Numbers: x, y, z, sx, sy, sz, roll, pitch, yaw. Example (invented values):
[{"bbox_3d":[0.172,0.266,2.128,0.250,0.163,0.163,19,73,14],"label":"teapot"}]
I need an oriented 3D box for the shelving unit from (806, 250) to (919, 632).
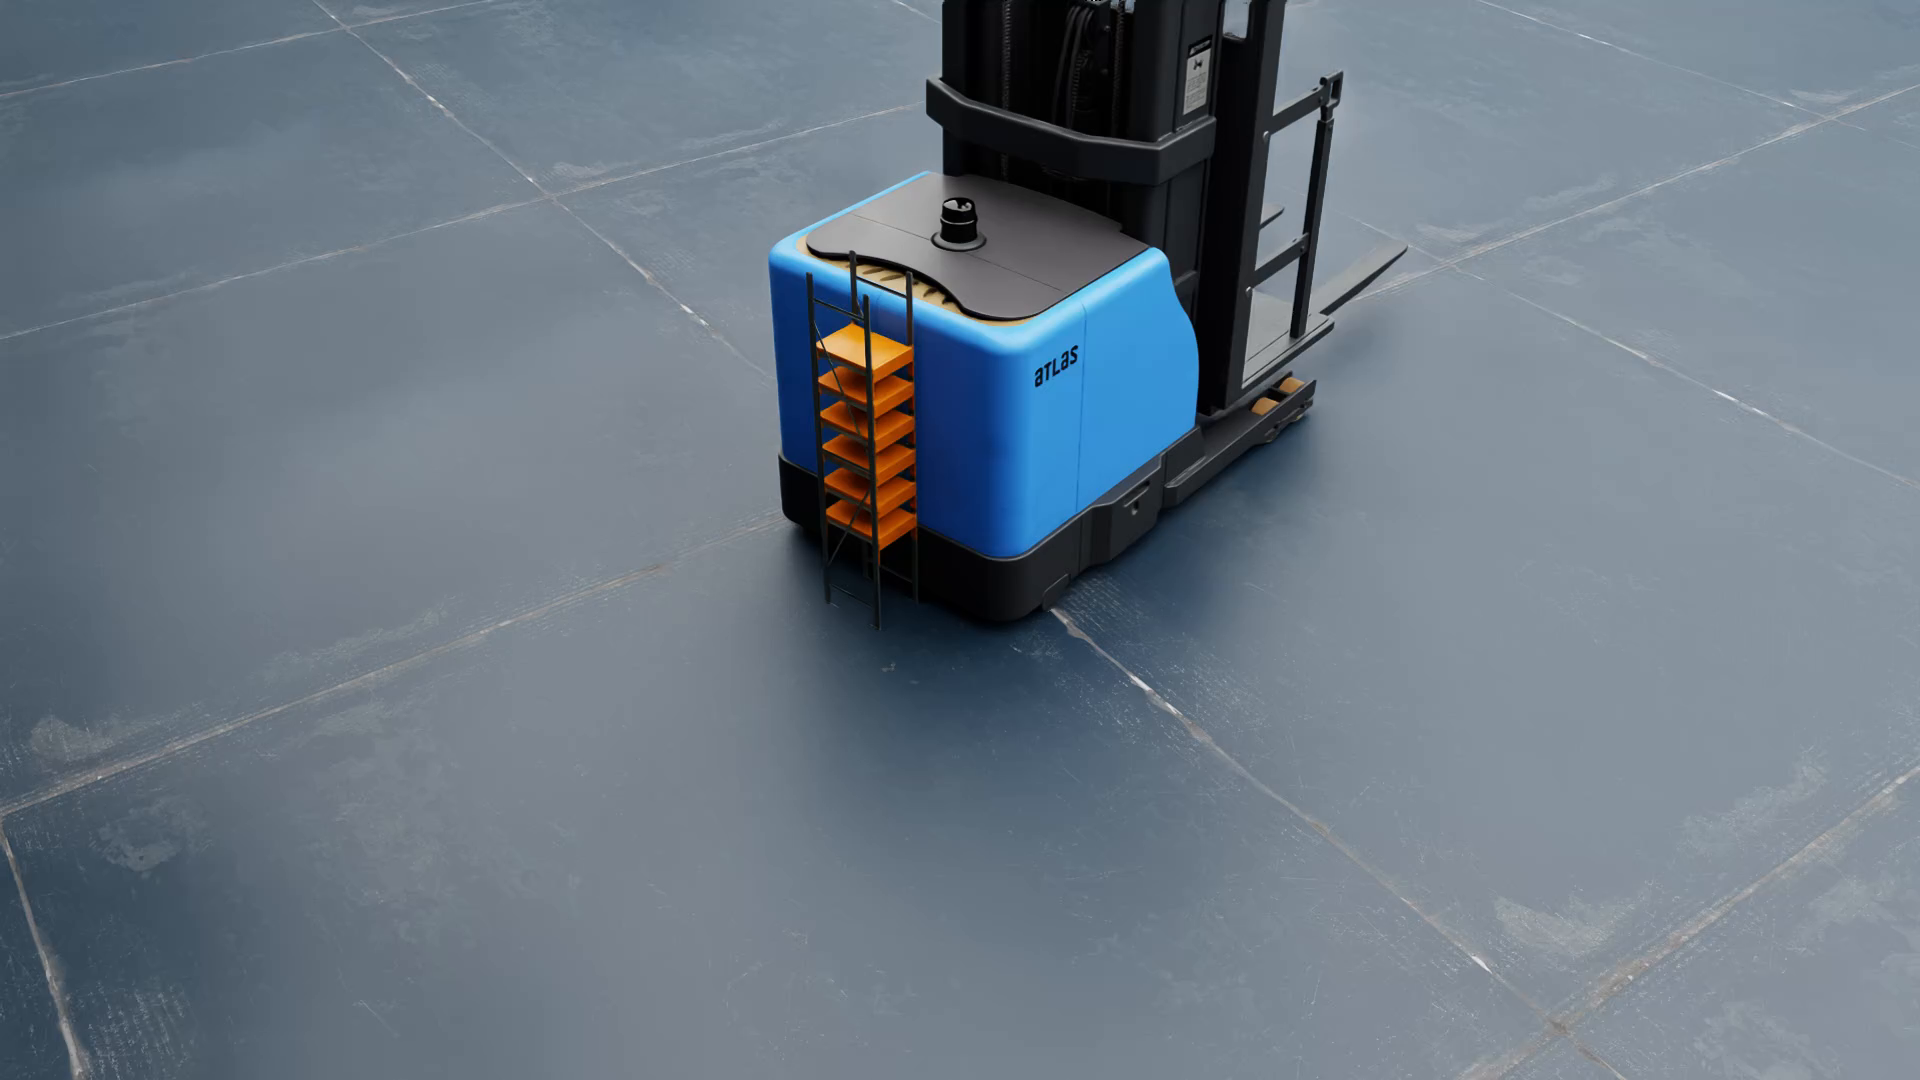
[{"bbox_3d":[-0.289,-0.278,5.109,0.258,1.200,0.189,26,43,31],"label":"shelving unit"}]

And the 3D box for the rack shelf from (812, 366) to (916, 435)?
[{"bbox_3d":[-0.289,-0.437,4.995,0.258,0.103,0.180,26,43,31],"label":"rack shelf"}]

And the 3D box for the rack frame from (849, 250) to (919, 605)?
[{"bbox_3d":[-0.230,-0.320,5.167,0.240,1.200,0.006,26,43,31],"label":"rack frame"}]

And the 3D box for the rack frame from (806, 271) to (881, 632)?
[{"bbox_3d":[-0.347,-0.237,5.052,0.240,1.200,0.006,26,43,31],"label":"rack frame"}]

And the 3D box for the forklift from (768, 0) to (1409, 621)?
[{"bbox_3d":[0.707,-1.724,5.637,1.130,2.935,3.031,26,43,31],"label":"forklift"}]

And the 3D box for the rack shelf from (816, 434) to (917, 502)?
[{"bbox_3d":[-0.289,-0.242,5.135,0.258,0.103,0.180,26,43,31],"label":"rack shelf"}]

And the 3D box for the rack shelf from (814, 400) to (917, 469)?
[{"bbox_3d":[-0.289,-0.340,5.065,0.258,0.103,0.180,26,43,31],"label":"rack shelf"}]

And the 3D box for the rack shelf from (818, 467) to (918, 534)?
[{"bbox_3d":[-0.289,-0.145,5.205,0.258,0.103,0.180,26,43,31],"label":"rack shelf"}]

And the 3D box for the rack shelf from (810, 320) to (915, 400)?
[{"bbox_3d":[-0.289,-0.535,4.925,0.258,0.103,0.180,26,43,31],"label":"rack shelf"}]

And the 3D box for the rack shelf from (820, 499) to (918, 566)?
[{"bbox_3d":[-0.289,-0.047,5.276,0.258,0.103,0.180,26,43,31],"label":"rack shelf"}]
